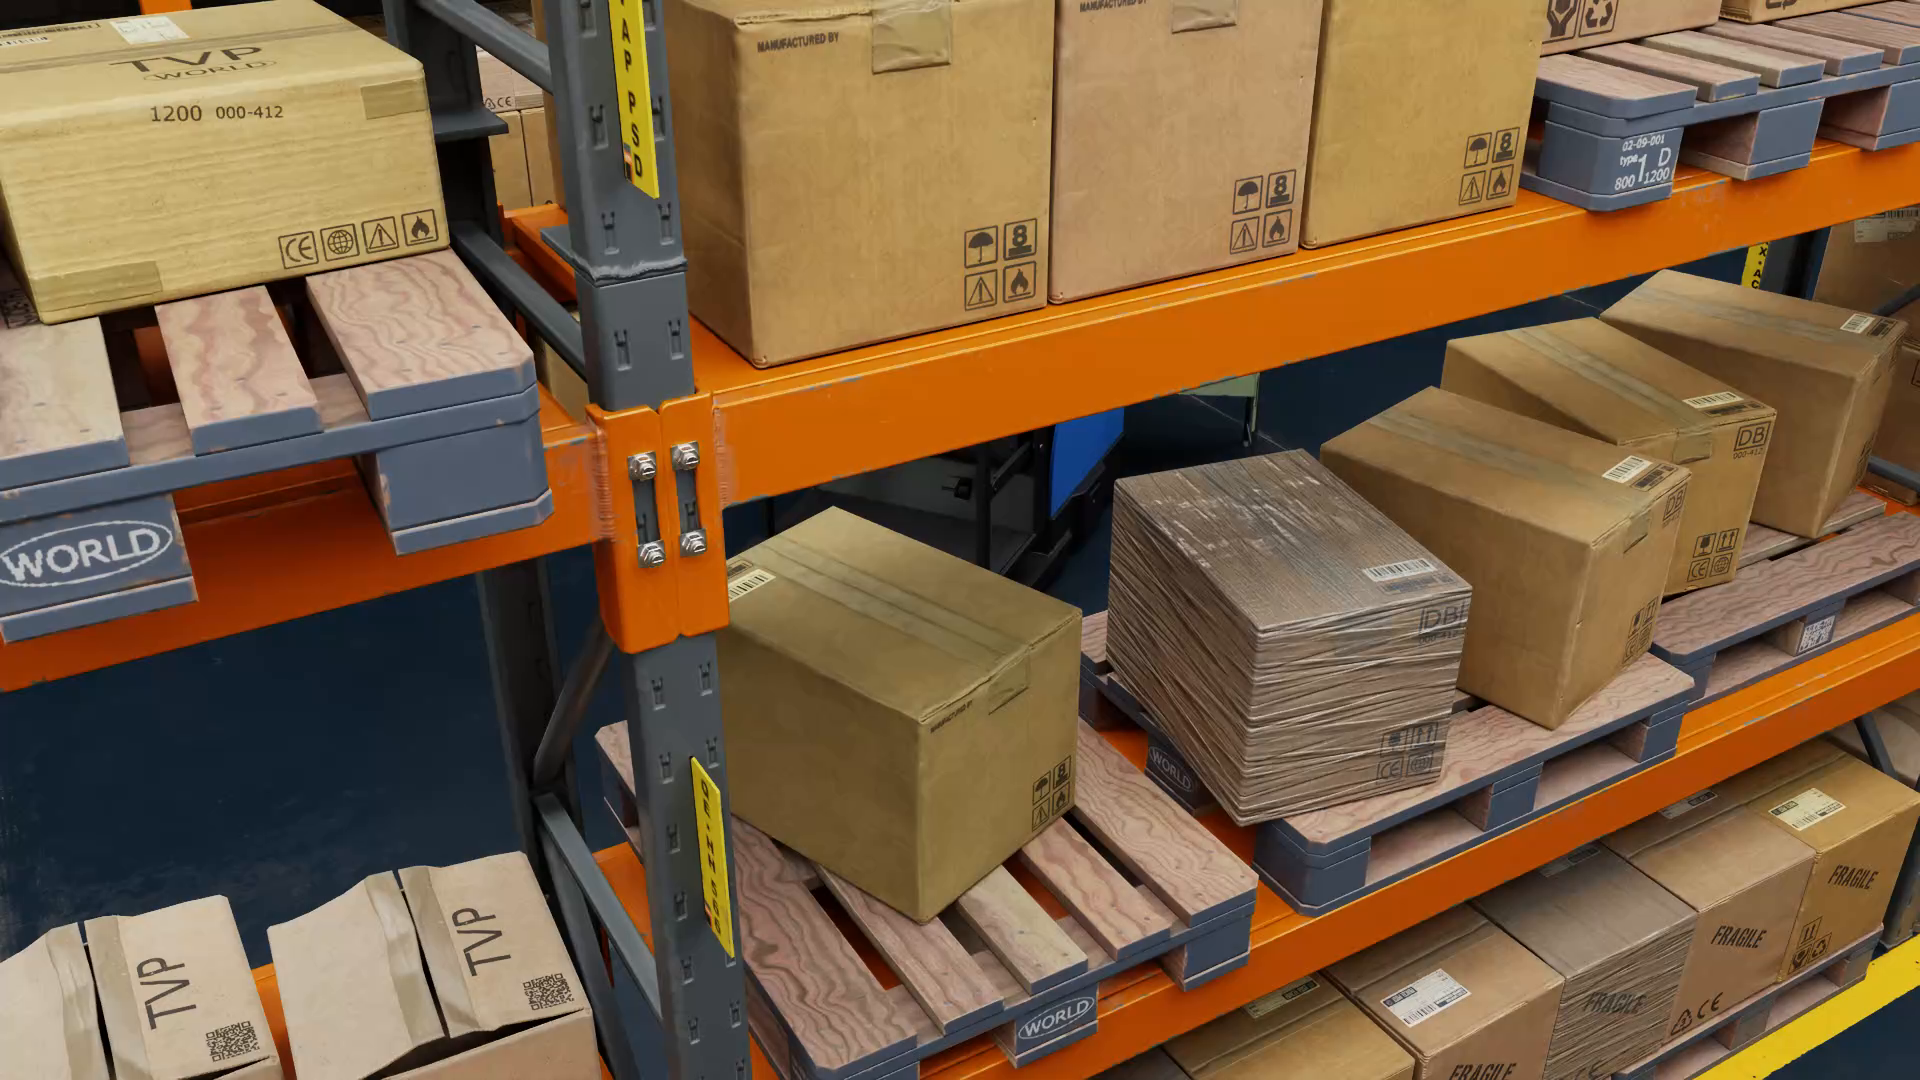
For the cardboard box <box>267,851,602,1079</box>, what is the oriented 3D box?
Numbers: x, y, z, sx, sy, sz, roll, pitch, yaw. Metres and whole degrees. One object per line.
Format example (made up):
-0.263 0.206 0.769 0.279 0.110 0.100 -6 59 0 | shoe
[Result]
-1.000 0.878 3.148 0.500 0.311 0.500 -14 32 -23 | cardboard box

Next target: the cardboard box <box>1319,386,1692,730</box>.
1.293 0.019 4.073 0.700 0.500 0.500 26 38 38 | cardboard box

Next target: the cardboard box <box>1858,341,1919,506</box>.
3.086 -0.484 5.420 0.500 0.500 0.500 -15 32 -26 | cardboard box

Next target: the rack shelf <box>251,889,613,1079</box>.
-2.388 1.572 2.541 4.000 0.370 1.077 -16 33 -26 | rack shelf

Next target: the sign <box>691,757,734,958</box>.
-0.380 0.491 2.557 0.005 0.325 0.100 -16 33 -26 | sign

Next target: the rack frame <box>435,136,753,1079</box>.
-0.664 0.768 3.254 0.127 3.000 1.000 -16 33 -26 | rack frame

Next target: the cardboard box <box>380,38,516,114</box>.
-2.192 -1.942 6.956 0.500 0.250 0.500 -16 33 -27 | cardboard box

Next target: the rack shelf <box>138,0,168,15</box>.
-4.901 -1.804 5.554 4.000 0.370 1.077 -16 33 -26 | rack shelf

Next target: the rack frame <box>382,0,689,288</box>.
-0.664 -1.859 1.805 0.127 3.000 1.000 -16 33 -26 | rack frame

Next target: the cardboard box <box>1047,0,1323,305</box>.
0.135 -0.835 2.951 0.500 0.500 0.910 -16 33 -26 | cardboard box

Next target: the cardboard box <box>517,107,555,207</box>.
-1.744 -1.735 7.358 0.500 0.500 0.500 -16 33 -27 | cardboard box

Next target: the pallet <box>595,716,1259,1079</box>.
-0.115 0.657 3.654 1.003 0.211 1.213 -16 33 -26 | pallet

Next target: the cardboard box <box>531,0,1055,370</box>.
-0.305 -0.710 2.724 0.500 0.500 0.910 -16 33 -26 | cardboard box

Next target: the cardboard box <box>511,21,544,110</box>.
-1.763 -2.066 7.180 0.500 0.250 0.500 -16 33 -26 | cardboard box

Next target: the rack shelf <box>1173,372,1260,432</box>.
1.110 -0.807 8.336 0.720 0.370 0.431 2 29 3 | rack shelf

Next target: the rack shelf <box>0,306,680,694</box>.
-2.388 0.259 1.816 4.000 0.370 1.077 -16 33 -26 | rack shelf

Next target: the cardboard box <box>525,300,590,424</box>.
-1.718 -0.875 8.021 0.750 0.750 0.750 -16 33 -27 | cardboard box

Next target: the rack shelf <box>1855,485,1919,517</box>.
4.509 -0.386 6.090 4.000 0.370 1.077 -16 33 -26 | rack shelf

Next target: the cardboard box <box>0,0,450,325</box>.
-1.027 -0.529 2.221 0.500 0.250 0.500 -19 34 -30 | cardboard box

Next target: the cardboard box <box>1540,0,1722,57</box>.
1.165 -1.376 3.393 0.600 0.600 0.600 -17 33 -28 | cardboard box

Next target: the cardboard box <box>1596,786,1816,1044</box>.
2.074 1.048 4.878 0.500 0.500 0.500 -16 33 -26 | cardboard box

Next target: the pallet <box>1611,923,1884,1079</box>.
2.103 1.224 5.313 1.213 0.211 1.003 -16 33 -26 | pallet

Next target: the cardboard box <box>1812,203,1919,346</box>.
3.090 -0.925 5.183 0.500 0.500 0.500 -16 33 -26 | cardboard box

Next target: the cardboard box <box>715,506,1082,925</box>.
-0.178 0.339 3.493 0.700 0.500 0.500 22 36 34 | cardboard box

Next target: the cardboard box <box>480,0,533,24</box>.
-2.025 -2.275 7.559 0.500 0.250 0.500 -17 33 -28 | cardboard box

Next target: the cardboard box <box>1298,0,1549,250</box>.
0.583 -0.962 3.181 0.500 0.500 0.910 -16 33 -26 | cardboard box

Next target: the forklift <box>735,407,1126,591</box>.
-0.253 -1.007 6.542 1.130 2.935 3.031 12 31 21 | forklift

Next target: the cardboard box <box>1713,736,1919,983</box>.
2.504 0.931 5.091 0.500 0.500 0.500 -16 33 -27 | cardboard box

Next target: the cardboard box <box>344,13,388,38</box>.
-2.469 -2.150 7.334 0.500 0.250 0.500 -17 33 -28 | cardboard box

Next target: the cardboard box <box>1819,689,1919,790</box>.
3.256 0.761 5.595 0.500 0.311 0.500 -16 33 -26 | cardboard box

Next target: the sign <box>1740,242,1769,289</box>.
2.503 -0.815 5.226 0.005 0.325 0.100 -16 33 -26 | sign

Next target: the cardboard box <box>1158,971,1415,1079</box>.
0.757 1.426 4.193 0.500 0.500 0.500 -16 33 -27 | cardboard box

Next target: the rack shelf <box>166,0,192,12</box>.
-1.452 -2.783 7.328 4.000 0.370 1.077 -16 33 -26 | rack shelf

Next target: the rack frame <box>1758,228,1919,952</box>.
2.785 -0.211 5.029 0.127 3.000 1.000 -16 33 -26 | rack frame

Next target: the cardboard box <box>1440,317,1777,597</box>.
1.702 -0.222 4.509 0.500 0.500 0.700 -11 31 -19 | cardboard box

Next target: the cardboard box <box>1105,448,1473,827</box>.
0.707 0.195 3.755 0.500 0.500 0.700 -10 30 -17 | cardboard box

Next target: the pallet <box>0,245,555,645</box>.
-1.204 -0.260 2.207 1.003 0.211 1.213 -14 32 -24 | pallet

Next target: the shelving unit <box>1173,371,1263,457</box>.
1.110 -1.093 8.178 0.755 1.500 0.431 2 29 3 | shelving unit

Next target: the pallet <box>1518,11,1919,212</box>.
1.294 -1.057 3.651 1.003 0.211 1.213 -16 33 -26 | pallet

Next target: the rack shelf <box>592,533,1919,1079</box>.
1.060 0.593 4.315 4.000 0.370 1.077 -16 33 -26 | rack shelf

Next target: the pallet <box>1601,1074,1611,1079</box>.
1.050 1.525 4.768 1.213 0.211 1.003 -16 33 -26 | pallet

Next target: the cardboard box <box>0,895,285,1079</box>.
-1.533 0.945 3.025 0.500 0.311 0.500 -16 33 -27 | cardboard box

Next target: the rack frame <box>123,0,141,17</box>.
-3.177 -1.295 6.992 0.127 3.000 1.000 -16 33 -26 | rack frame

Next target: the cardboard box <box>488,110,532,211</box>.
-2.172 -1.614 7.139 0.500 0.500 0.500 -15 32 -25 | cardboard box

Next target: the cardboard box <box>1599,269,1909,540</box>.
2.263 -0.416 4.862 0.700 0.500 0.500 22 36 34 | cardboard box

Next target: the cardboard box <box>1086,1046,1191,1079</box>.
0.322 1.547 3.975 0.500 0.500 0.500 -17 33 -28 | cardboard box

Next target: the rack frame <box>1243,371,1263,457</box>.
1.475 -1.081 8.157 0.023 1.500 0.400 2 29 3 | rack frame

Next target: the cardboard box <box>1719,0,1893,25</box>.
1.748 -1.530 3.673 0.600 0.600 0.600 -16 33 -27 | cardboard box

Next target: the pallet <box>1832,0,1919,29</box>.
2.187 -1.312 4.113 1.003 0.211 1.213 -16 33 -26 | pallet

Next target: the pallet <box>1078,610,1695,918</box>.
1.010 0.374 4.167 1.213 0.211 1.003 -16 33 -26 | pallet

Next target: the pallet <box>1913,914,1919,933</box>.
3.377 0.842 6.006 1.213 0.211 1.003 -16 33 -26 | pallet

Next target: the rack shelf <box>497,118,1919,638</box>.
1.060 -0.720 3.591 4.000 0.370 1.077 -16 33 -26 | rack shelf

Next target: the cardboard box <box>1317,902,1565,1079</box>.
1.204 1.296 4.429 0.500 0.500 0.500 -17 33 -28 | cardboard box

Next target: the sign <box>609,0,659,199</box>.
-0.390 -0.573 1.963 0.005 0.325 0.100 -16 33 -26 | sign

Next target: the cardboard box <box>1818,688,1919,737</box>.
3.132 0.433 5.993 0.500 0.500 0.500 -16 33 -26 | cardboard box

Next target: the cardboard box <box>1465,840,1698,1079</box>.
1.641 1.171 4.656 0.500 0.500 0.500 -15 32 -26 | cardboard box

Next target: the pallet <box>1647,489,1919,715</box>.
2.040 0.023 4.803 1.213 0.211 1.003 -16 33 -26 | pallet
